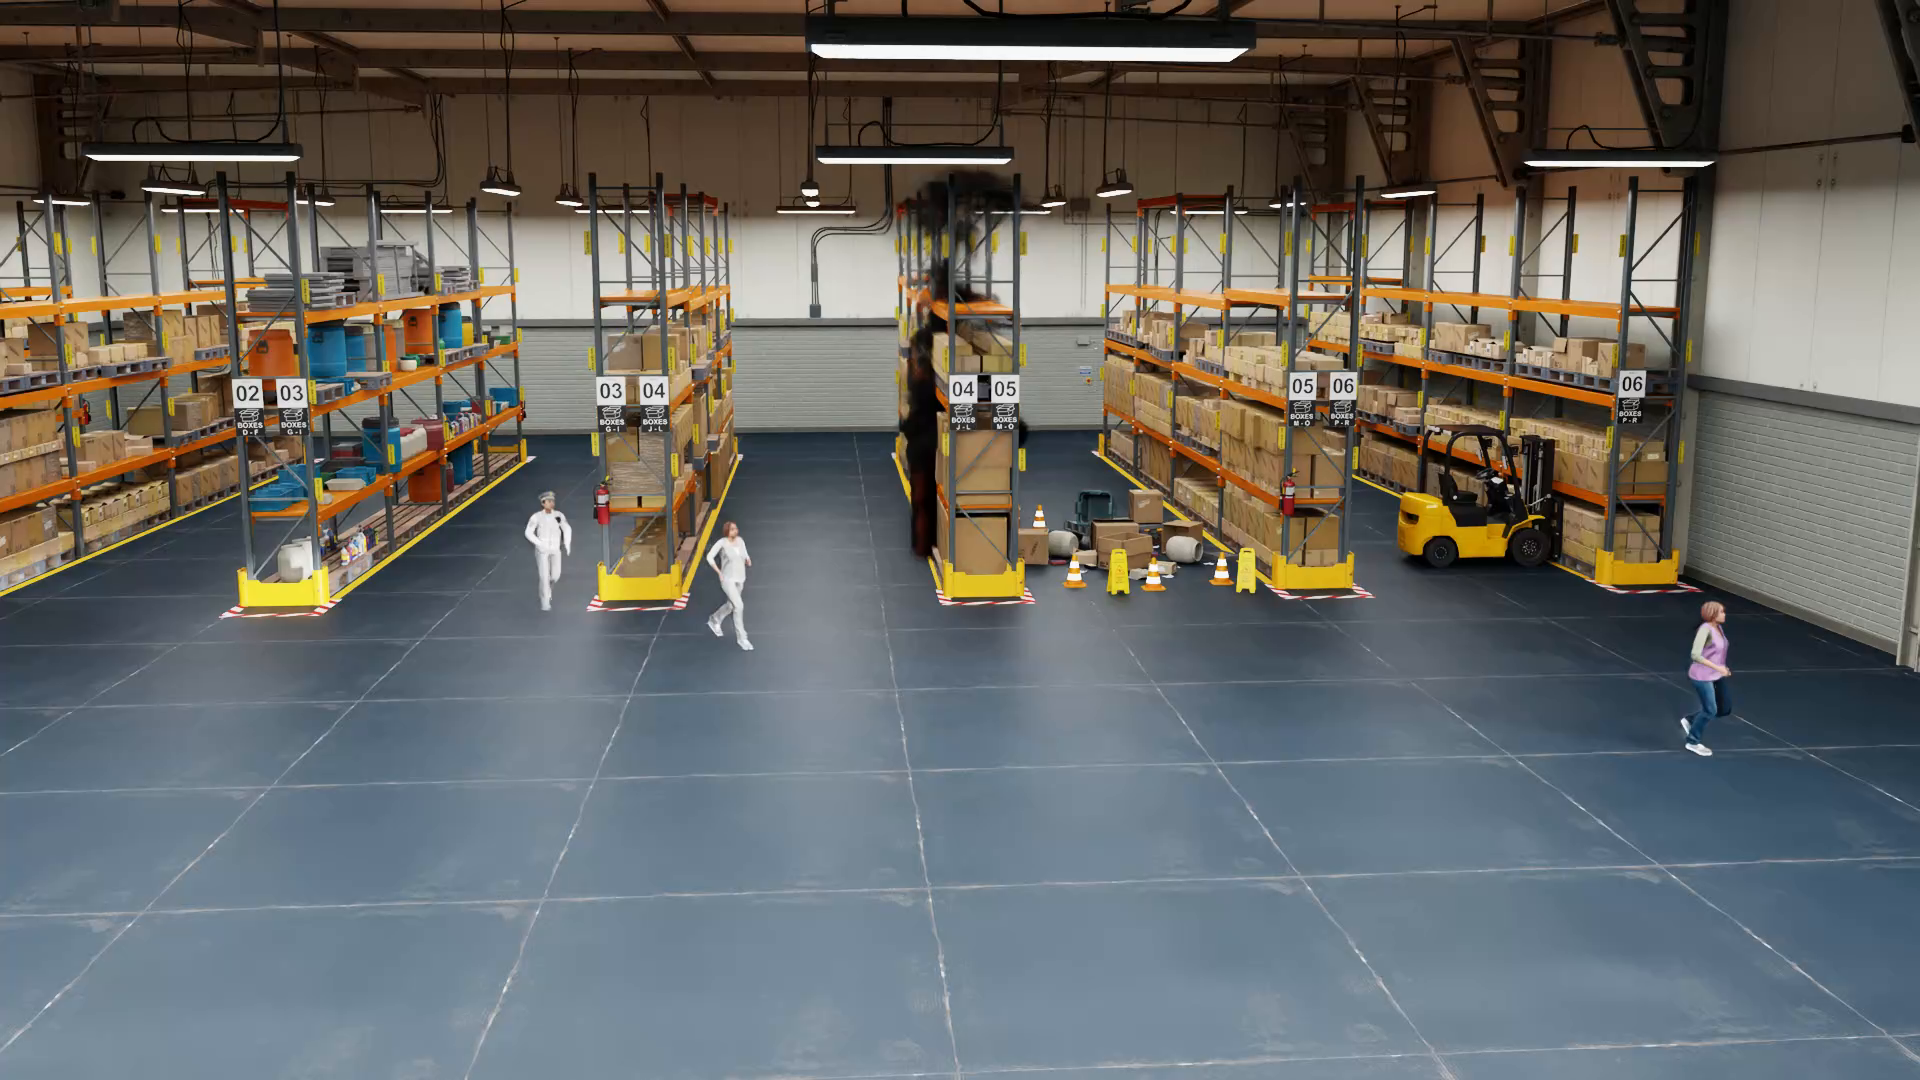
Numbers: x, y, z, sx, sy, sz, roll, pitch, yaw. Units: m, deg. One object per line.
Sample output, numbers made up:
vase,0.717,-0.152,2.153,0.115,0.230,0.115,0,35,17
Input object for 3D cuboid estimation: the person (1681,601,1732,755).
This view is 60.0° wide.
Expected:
person,7.408,1.369,16.471,0.543,1.567,0.530,-9,13,-42

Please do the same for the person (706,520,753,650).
person,-2.900,0.536,21.063,0.820,1.613,0.524,9,13,40

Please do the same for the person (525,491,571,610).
person,-5.724,0.142,23.214,0.669,1.658,0.535,-5,11,-26
